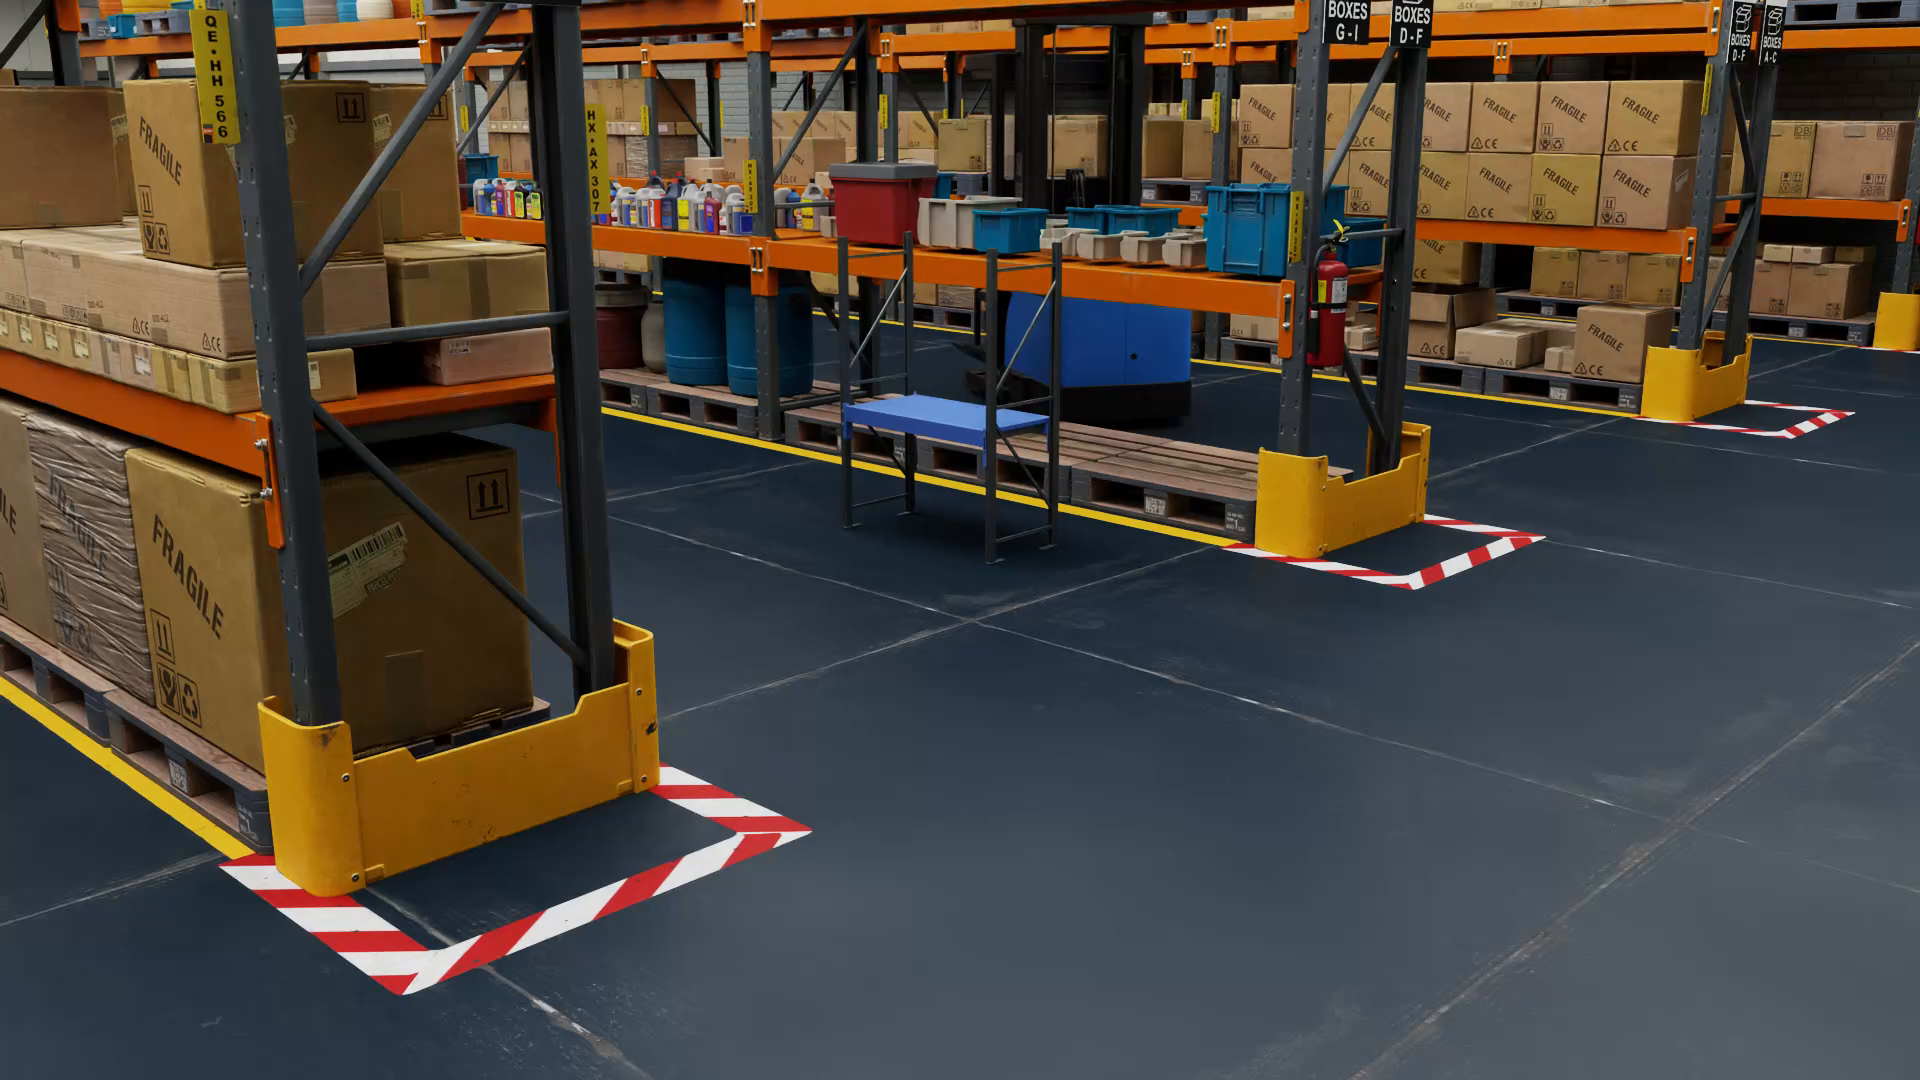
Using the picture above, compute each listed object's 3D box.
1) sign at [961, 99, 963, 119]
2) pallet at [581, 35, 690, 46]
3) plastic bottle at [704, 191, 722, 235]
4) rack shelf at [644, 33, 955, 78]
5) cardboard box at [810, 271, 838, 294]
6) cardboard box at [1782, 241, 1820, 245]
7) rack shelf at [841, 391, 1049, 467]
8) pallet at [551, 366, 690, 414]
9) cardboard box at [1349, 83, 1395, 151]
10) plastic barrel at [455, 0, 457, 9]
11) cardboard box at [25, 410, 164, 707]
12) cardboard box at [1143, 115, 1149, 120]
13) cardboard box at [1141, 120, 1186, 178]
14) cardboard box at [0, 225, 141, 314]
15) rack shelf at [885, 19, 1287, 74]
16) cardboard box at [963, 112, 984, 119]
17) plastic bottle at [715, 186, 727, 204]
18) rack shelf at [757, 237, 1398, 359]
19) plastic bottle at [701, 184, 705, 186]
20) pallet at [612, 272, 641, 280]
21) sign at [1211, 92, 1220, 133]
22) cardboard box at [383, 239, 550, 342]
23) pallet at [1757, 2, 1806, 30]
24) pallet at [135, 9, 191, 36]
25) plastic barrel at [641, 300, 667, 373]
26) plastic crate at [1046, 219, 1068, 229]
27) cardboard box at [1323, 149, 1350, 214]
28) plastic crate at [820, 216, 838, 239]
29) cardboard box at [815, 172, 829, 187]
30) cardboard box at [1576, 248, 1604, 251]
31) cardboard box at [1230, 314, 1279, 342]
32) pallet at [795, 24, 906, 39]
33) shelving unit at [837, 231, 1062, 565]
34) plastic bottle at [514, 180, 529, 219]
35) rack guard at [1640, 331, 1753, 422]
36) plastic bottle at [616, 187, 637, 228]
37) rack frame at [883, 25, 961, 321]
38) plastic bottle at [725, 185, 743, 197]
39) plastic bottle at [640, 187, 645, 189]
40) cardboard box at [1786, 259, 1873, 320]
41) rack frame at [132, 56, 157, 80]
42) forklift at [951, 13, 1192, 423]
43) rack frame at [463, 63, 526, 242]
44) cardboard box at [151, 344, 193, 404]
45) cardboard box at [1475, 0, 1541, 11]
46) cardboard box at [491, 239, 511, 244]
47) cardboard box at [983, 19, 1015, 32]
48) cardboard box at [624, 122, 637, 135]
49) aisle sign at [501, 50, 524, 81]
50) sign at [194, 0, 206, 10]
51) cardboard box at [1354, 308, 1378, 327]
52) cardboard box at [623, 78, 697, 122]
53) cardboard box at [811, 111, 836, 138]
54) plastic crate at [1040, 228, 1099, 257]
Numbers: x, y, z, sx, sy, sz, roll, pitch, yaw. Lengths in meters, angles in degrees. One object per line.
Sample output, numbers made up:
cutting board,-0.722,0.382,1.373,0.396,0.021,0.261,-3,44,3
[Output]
sign,-0.005,-4.411,17.272,0.005,0.325,0.100,14,20,42
pallet,-3.886,-6.042,19.899,1.213,0.211,1.003,14,20,42
plastic bottle,-1.642,-2.176,11.067,0.133,0.283,0.061,14,20,42
rack shelf,-1.814,-5.242,18.080,4.000,0.370,1.077,14,20,42
cardboard box,-1.296,-2.799,17.845,0.500,0.250,0.500,13,20,42
cardboard box,8.111,-2.803,16.080,0.250,0.149,0.380,14,20,42
rack shelf,-0.061,-0.567,8.346,1.000,0.185,0.538,14,20,42
pallet,-2.345,-1.197,12.608,1.213,0.211,1.003,14,20,42
cardboard box,3.390,-3.307,12.994,0.500,0.500,0.500,13,19,41
plastic barrel,-4.028,-4.301,13.347,0.294,0.245,0.294,0,15,0
cardboard box,-2.665,-0.023,5.952,0.875,0.875,0.875,14,20,42
cardboard box,2.295,-5.123,21.074,0.500,0.500,0.700,11,18,37
cardboard box,1.780,-3.573,15.163,0.700,0.500,0.500,-11,18,-35
cardboard box,-3.136,-0.968,5.904,0.500,0.250,0.500,14,20,42
rack shelf,1.065,-4.542,15.393,4.000,0.370,1.077,14,20,42
cardboard box,-0.012,-5.809,23.547,0.500,0.500,0.500,13,19,41
plastic bottle,-1.777,-2.415,11.997,0.135,0.276,0.152,14,20,42
rack shelf,0.504,-1.492,9.637,4.000,0.370,1.077,14,20,42
plastic bottle,-1.902,-2.506,12.356,0.097,0.271,0.097,0,15,0
pallet,-4.680,-3.500,21.445,1.213,0.211,1.003,14,20,42
sign,2.122,-3.548,13.802,0.005,0.325,0.100,14,20,42
cardboard box,-1.652,-0.796,5.244,0.500,0.250,0.500,13,19,41
pallet,7.397,-5.039,16.047,1.213,0.211,1.003,14,20,42
pallet,-7.282,-5.059,16.325,1.003,0.211,1.213,14,20,42
plastic barrel,-2.170,-1.527,12.444,0.421,0.512,0.421,0,15,0
plastic crate,0.527,-1.842,9.955,0.466,0.136,0.293,14,20,42
cardboard box,3.054,-2.909,13.451,0.500,0.500,0.500,14,20,43
plastic crate,-0.700,-1.984,10.503,0.243,0.136,0.396,14,20,42
cardboard box,-1.331,-3.880,17.873,0.380,0.149,0.250,-13,19,-40
cardboard box,6.528,-3.053,17.040,0.380,0.149,0.250,-14,20,-42
cardboard box,2.657,-1.888,14.188,0.500,0.311,0.500,14,20,42
pallet,-0.925,-5.251,17.063,1.213,0.211,1.003,-13,20,-42
shelving unit,-0.061,-0.741,8.300,1.048,1.500,0.538,14,20,42
plastic bottle,-3.330,-2.587,12.642,0.133,0.283,0.061,14,20,42
rack guard,5.330,-1.192,12.017,0.348,0.500,1.175,14,20,42
plastic bottle,-2.334,-2.357,11.775,0.135,0.276,0.152,14,20,42
rack frame,-0.374,-3.789,17.024,0.127,3.000,1.000,14,20,42
plastic bottle,-1.671,-2.442,12.103,0.135,0.276,0.152,14,20,42
plastic bottle,-2.260,-2.381,11.875,0.097,0.271,0.097,0,15,0
cardboard box,8.247,-2.386,15.767,0.500,0.500,0.700,14,20,42
rack frame,-9.574,-4.290,18.949,0.127,3.000,1.000,14,20,42
forklift,0.681,-2.531,12.332,1.130,2.935,3.031,-4,15,-16
rack frame,-6.133,-5.189,22.397,0.127,3.000,1.000,14,20,42
cardboard box,-2.167,-0.517,4.967,0.250,0.149,0.380,14,20,43
cardboard box,4.110,-3.984,12.123,0.500,0.250,0.500,14,20,42
cardboard box,-5.902,-3.927,22.176,0.500,0.250,0.500,14,20,42
cardboard box,0.705,-5.038,15.672,0.500,0.500,0.910,14,20,42
cardboard box,-3.775,-4.903,19.817,0.250,0.149,0.380,13,20,41
aisle sign,-5.977,-6.512,22.318,0.004,0.787,0.394,14,20,42
sign,-7.084,-4.948,15.507,0.005,0.325,0.100,14,20,42
cardboard box,3.652,-1.821,13.932,0.500,0.311,0.500,14,20,42
cardboard box,-3.578,-5.242,19.828,0.500,0.500,0.700,14,20,42
cardboard box,-1.846,-6.071,24.552,0.500,0.500,0.500,13,19,40
plastic crate,0.589,-1.648,9.210,0.250,0.136,0.298,14,20,42
